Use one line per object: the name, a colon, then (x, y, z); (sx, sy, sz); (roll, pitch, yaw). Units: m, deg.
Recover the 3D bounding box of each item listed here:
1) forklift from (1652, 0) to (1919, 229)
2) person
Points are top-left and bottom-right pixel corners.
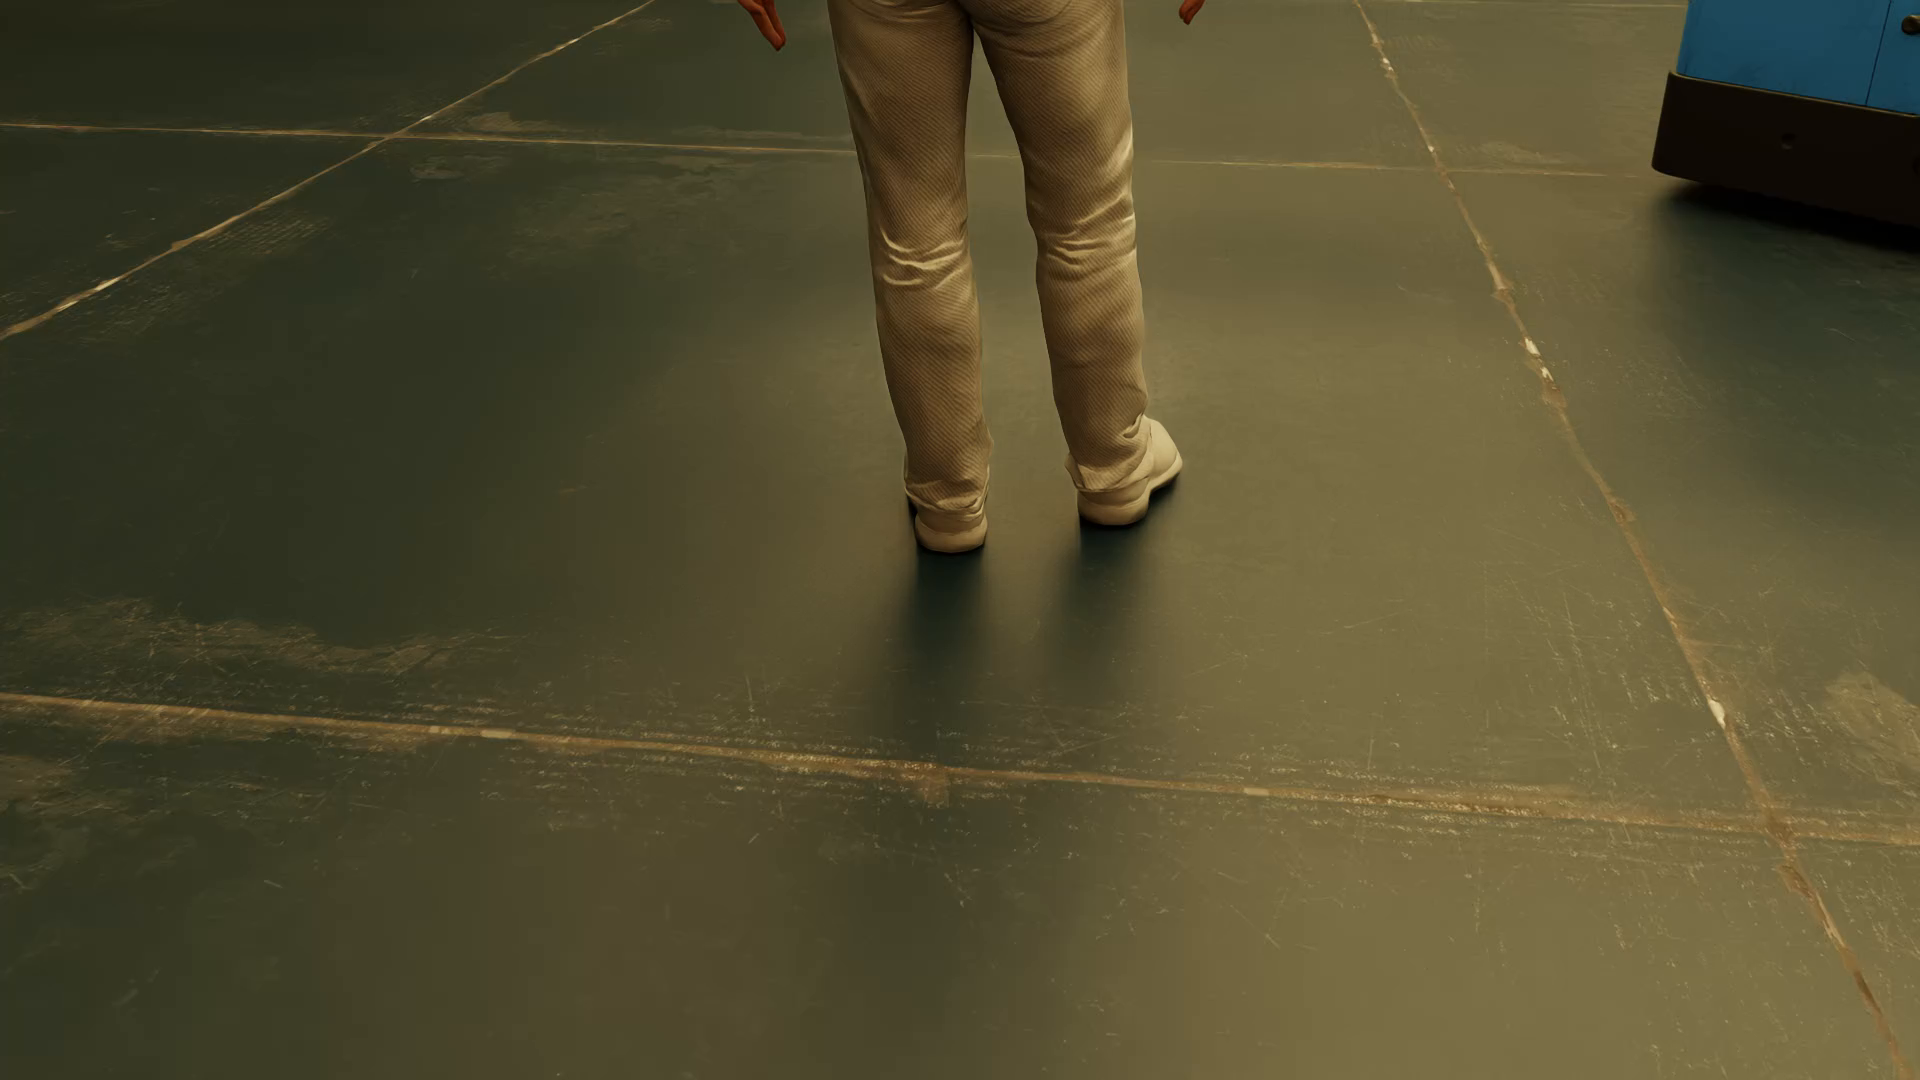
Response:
forklift: (3.236, -2.427, 4.082); (3.031, 2.935, 1.130); (-19, 32, -33)
person: (0.015, -0.827, 2.164); (0.665, 1.768, 0.575); (3, 27, 7)
